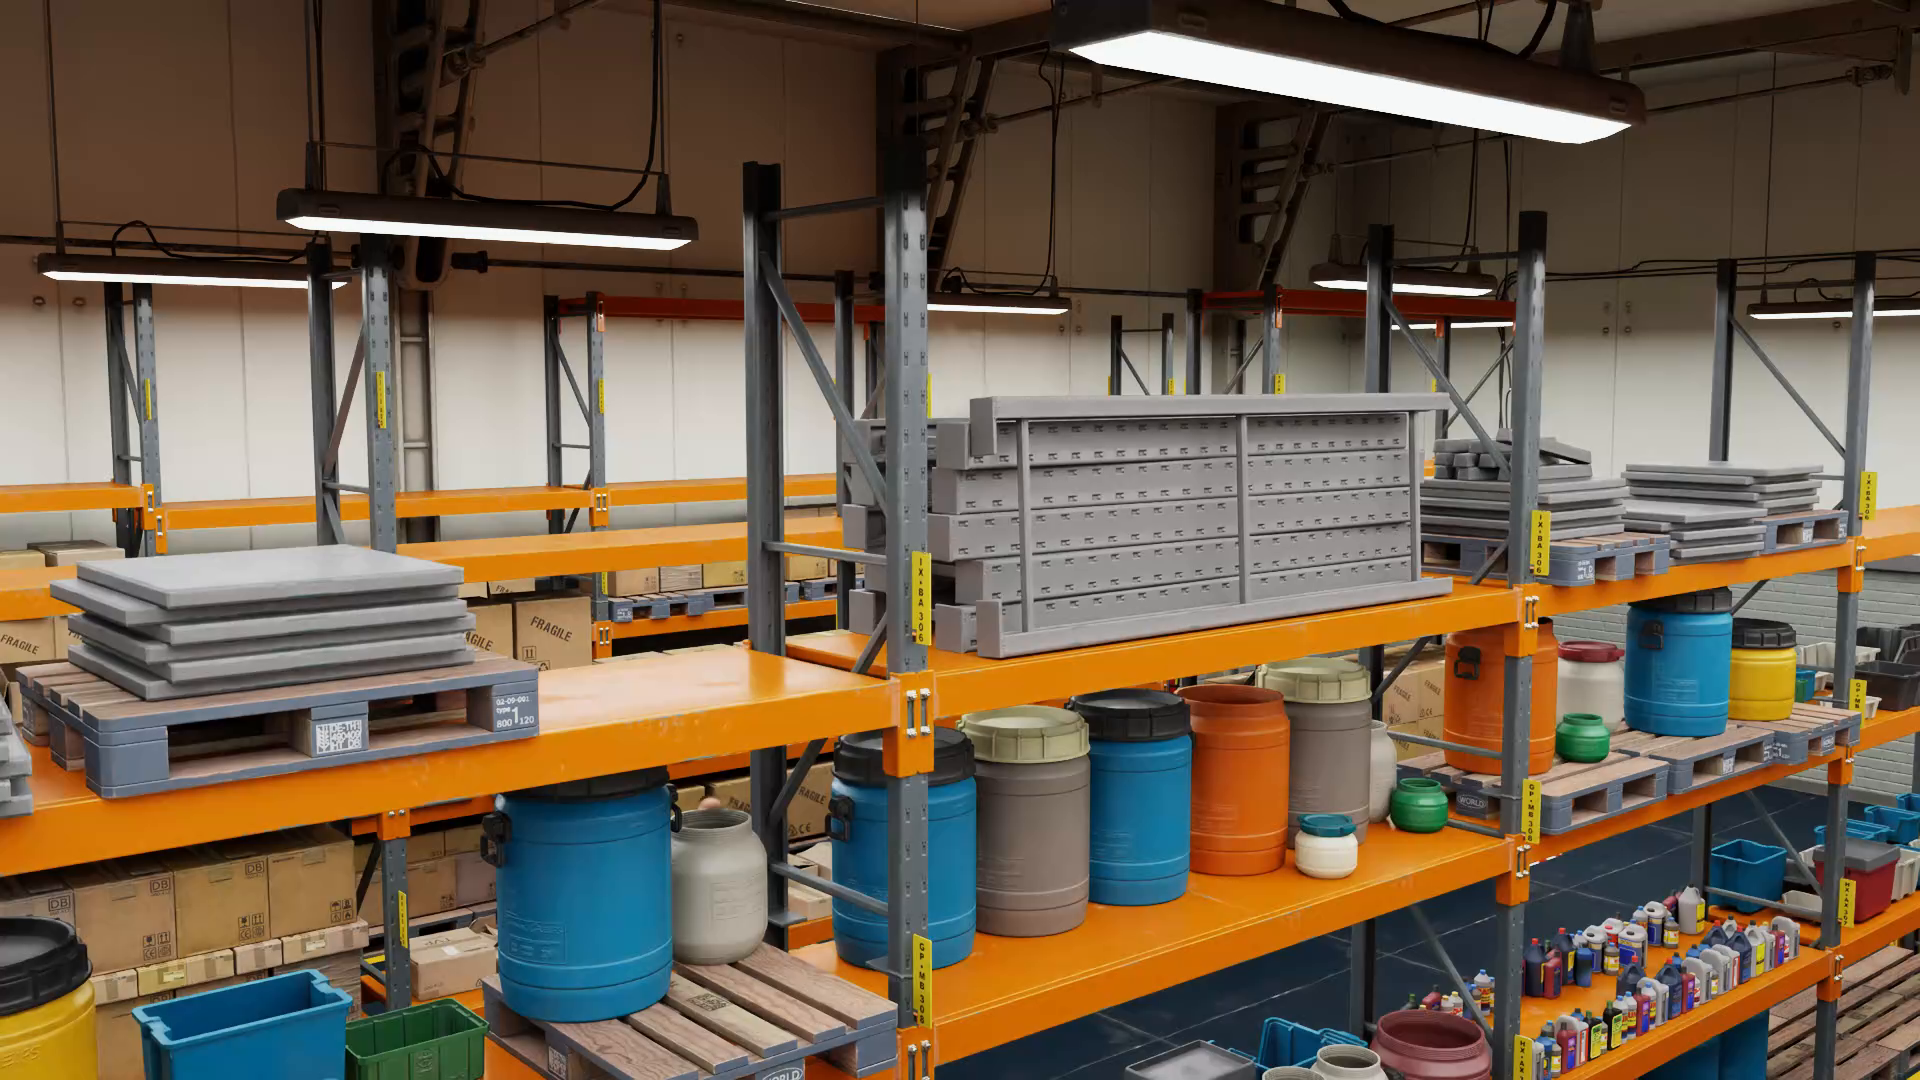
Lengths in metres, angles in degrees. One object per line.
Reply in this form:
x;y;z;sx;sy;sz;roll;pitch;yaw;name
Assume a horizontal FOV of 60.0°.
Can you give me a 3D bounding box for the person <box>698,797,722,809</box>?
-1.901;2.983;14.008;1.013;1.735;0.657;-4;7;-37;person
